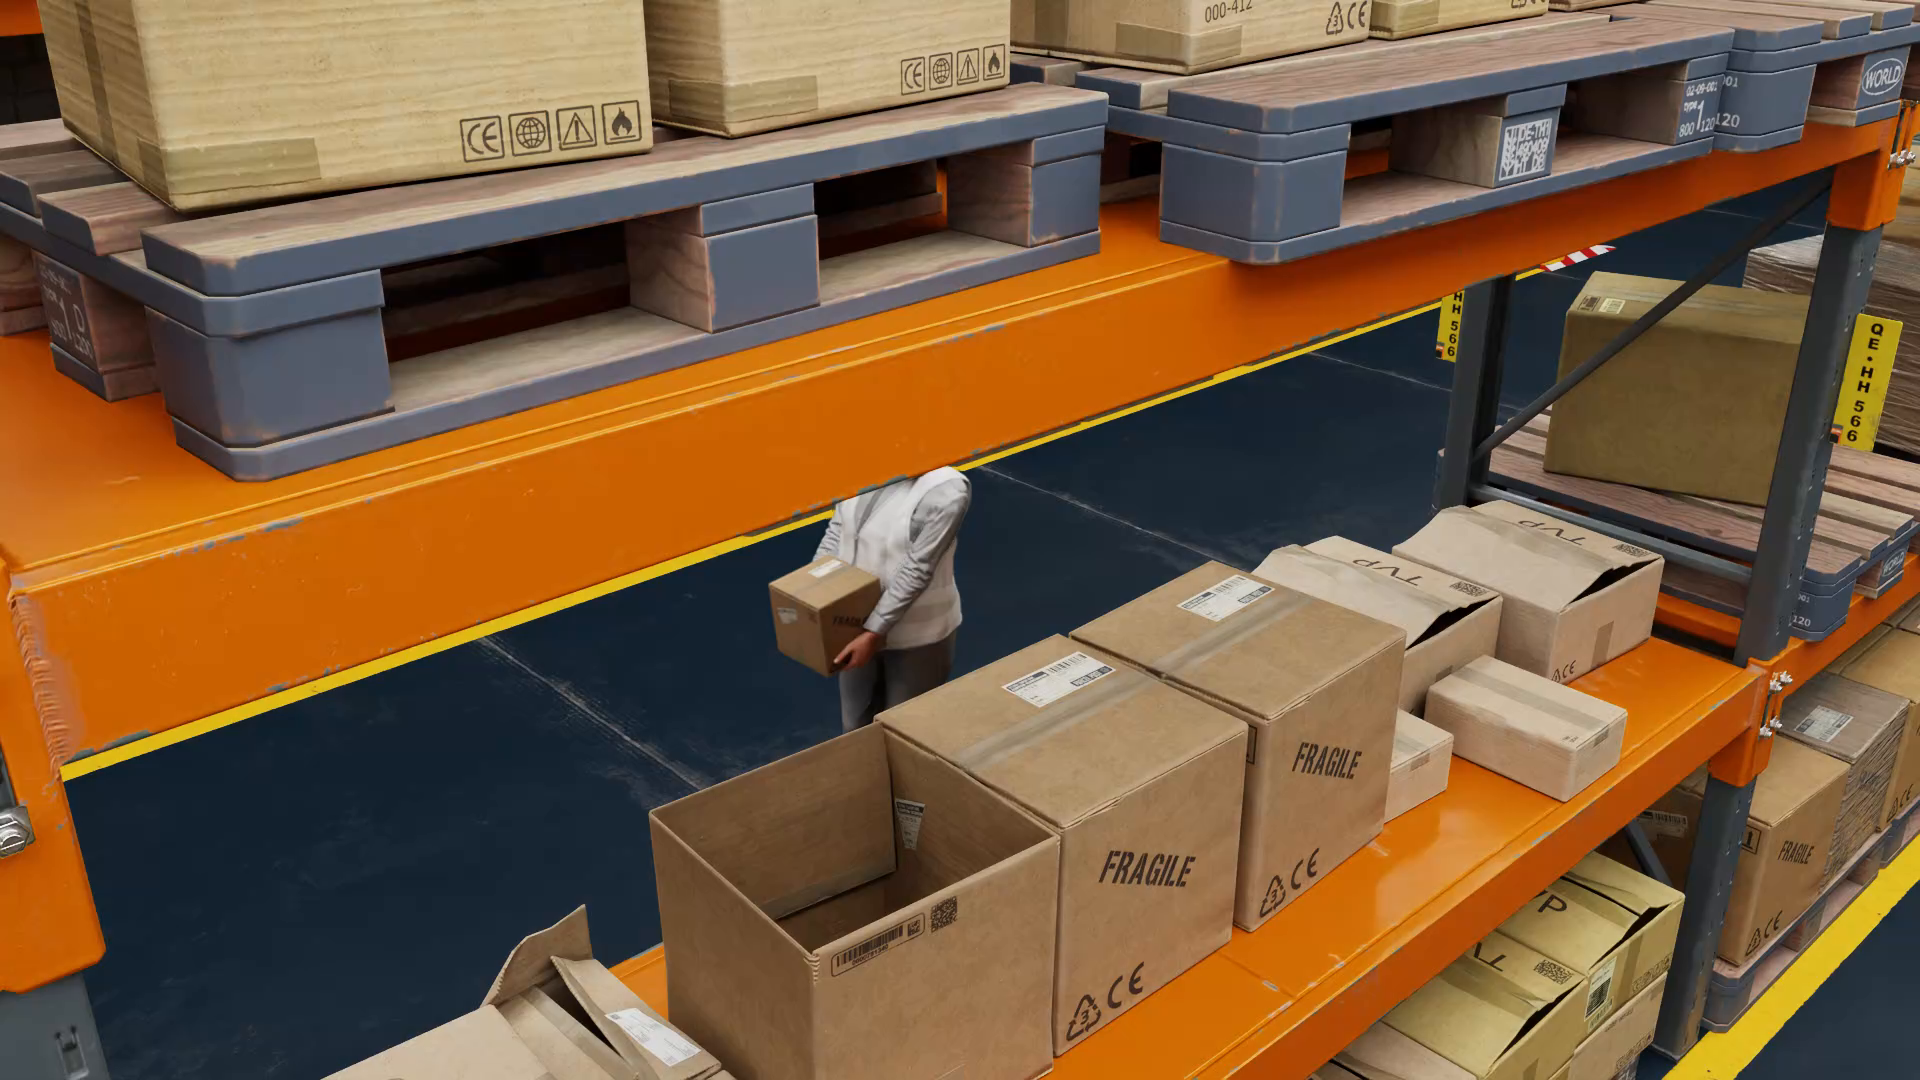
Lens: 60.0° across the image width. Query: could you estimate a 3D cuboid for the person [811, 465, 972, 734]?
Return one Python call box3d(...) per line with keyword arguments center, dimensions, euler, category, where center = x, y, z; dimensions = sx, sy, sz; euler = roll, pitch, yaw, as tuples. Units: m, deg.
box3d(center=(-0.272, 0.309, 5.386), dimensions=(0.554, 1.767, 0.499), euler=(-21, 32, -39), category="person")
